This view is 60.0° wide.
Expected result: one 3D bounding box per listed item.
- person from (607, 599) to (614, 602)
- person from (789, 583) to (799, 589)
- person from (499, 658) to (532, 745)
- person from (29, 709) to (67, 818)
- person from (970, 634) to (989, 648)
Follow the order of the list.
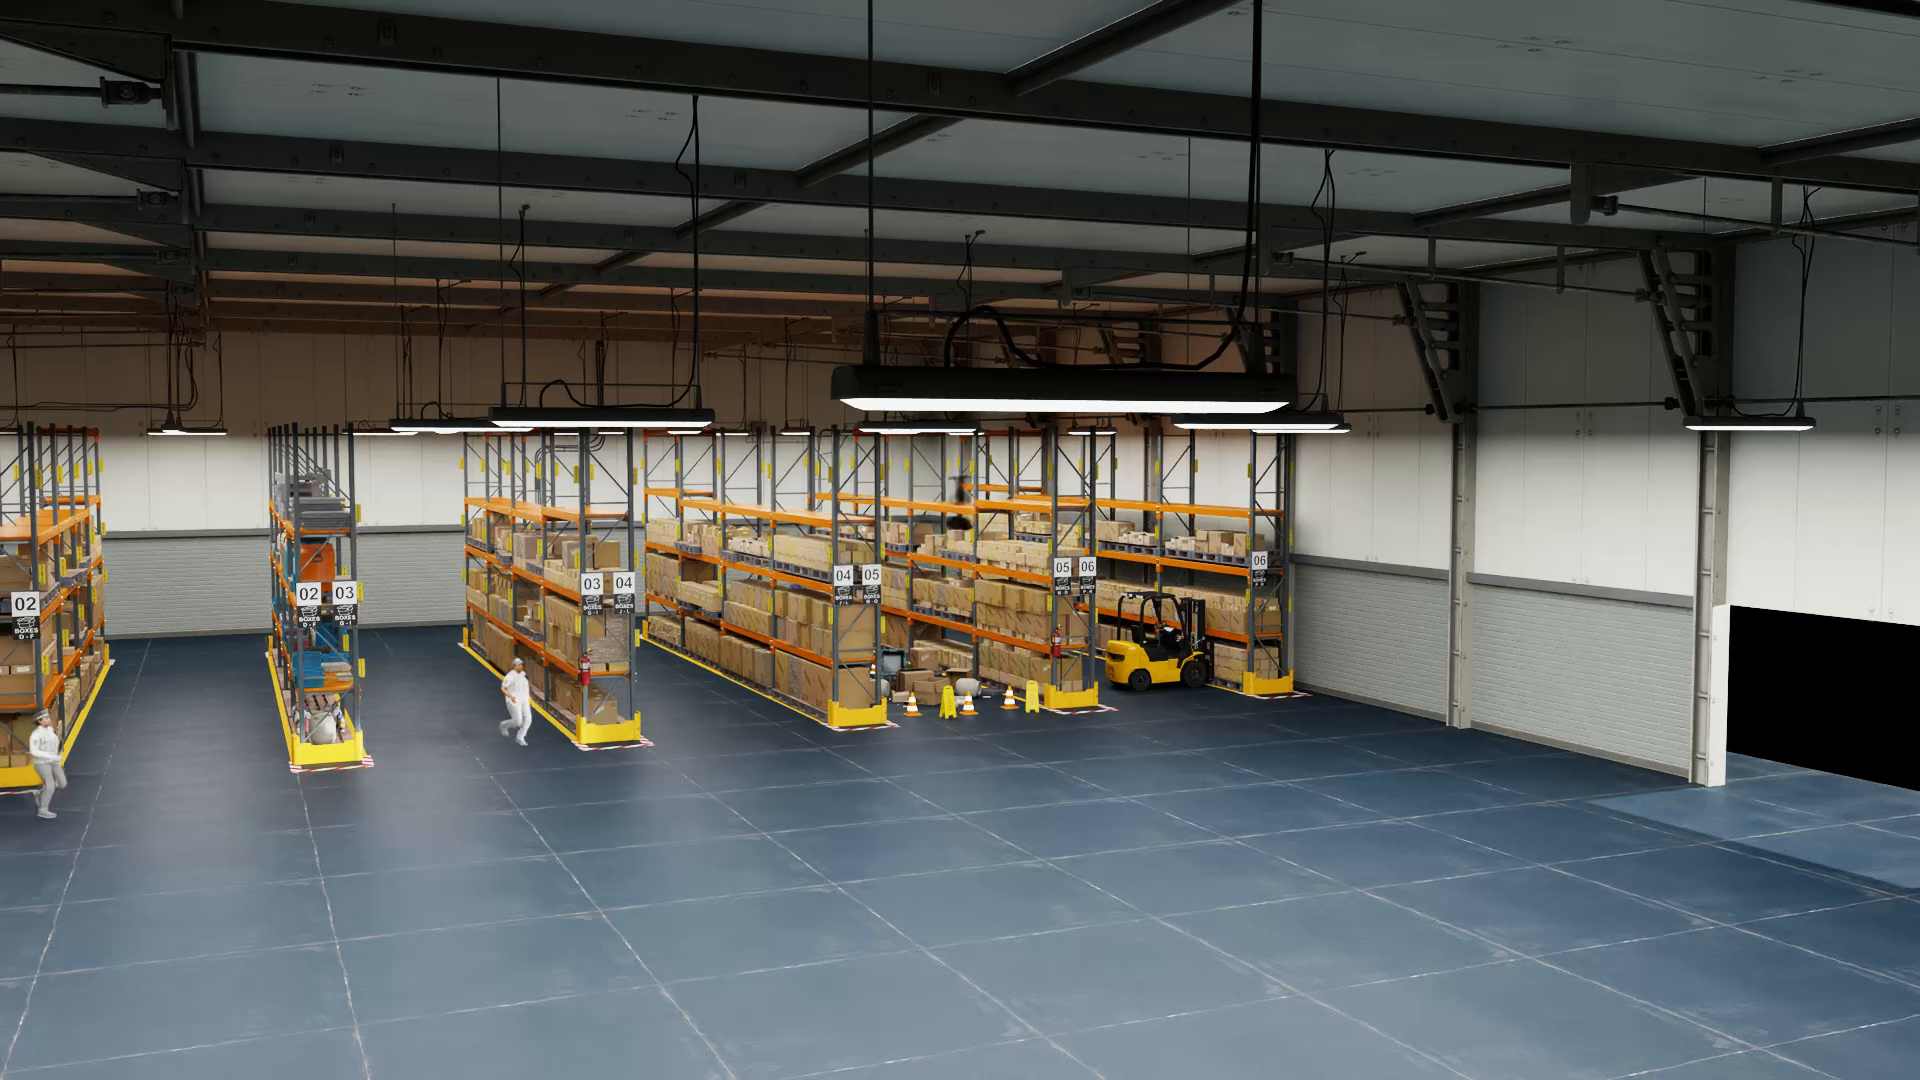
[{"bbox_3d":[-9.370,2.092,45.204,0.647,1.740,0.584,-1,4,-13],"label":"person"},{"bbox_3d":[-5.054,1.805,50.738,0.749,1.718,0.542,-2,4,-31],"label":"person"},{"bbox_3d":[-8.326,3.031,31.170,0.616,1.646,0.618,2,4,32],"label":"person"},{"bbox_3d":[-13.784,3.368,25.110,0.548,1.658,0.612,0,3,4],"label":"person"},{"bbox_3d":[0.532,2.182,43.373,0.692,1.796,0.888,-1,4,-21],"label":"person"}]
